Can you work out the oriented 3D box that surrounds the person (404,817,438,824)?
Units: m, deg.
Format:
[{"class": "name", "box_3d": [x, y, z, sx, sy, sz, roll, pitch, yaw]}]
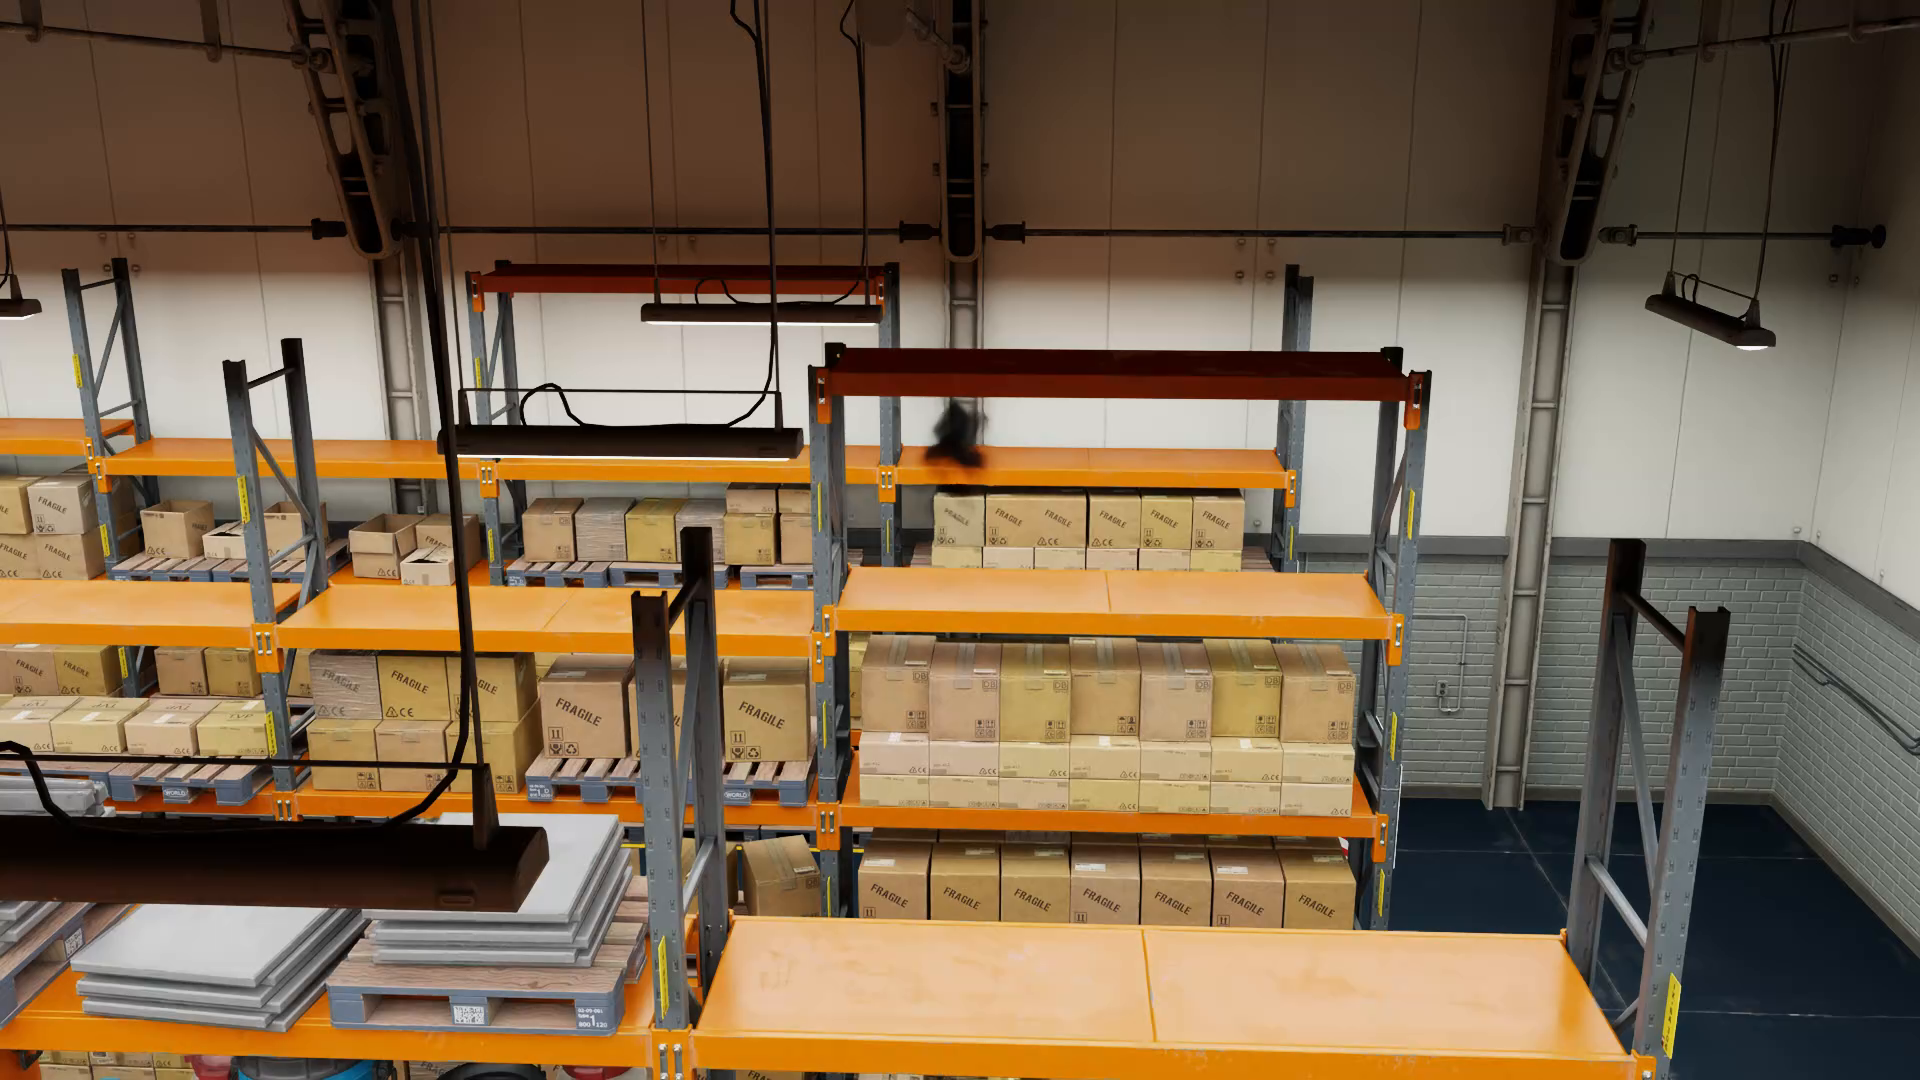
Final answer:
[{"class": "person", "box_3d": [-4.776, 2.952, 15.269, 0.752, 1.836, 0.677, 0, 16, 1]}]
